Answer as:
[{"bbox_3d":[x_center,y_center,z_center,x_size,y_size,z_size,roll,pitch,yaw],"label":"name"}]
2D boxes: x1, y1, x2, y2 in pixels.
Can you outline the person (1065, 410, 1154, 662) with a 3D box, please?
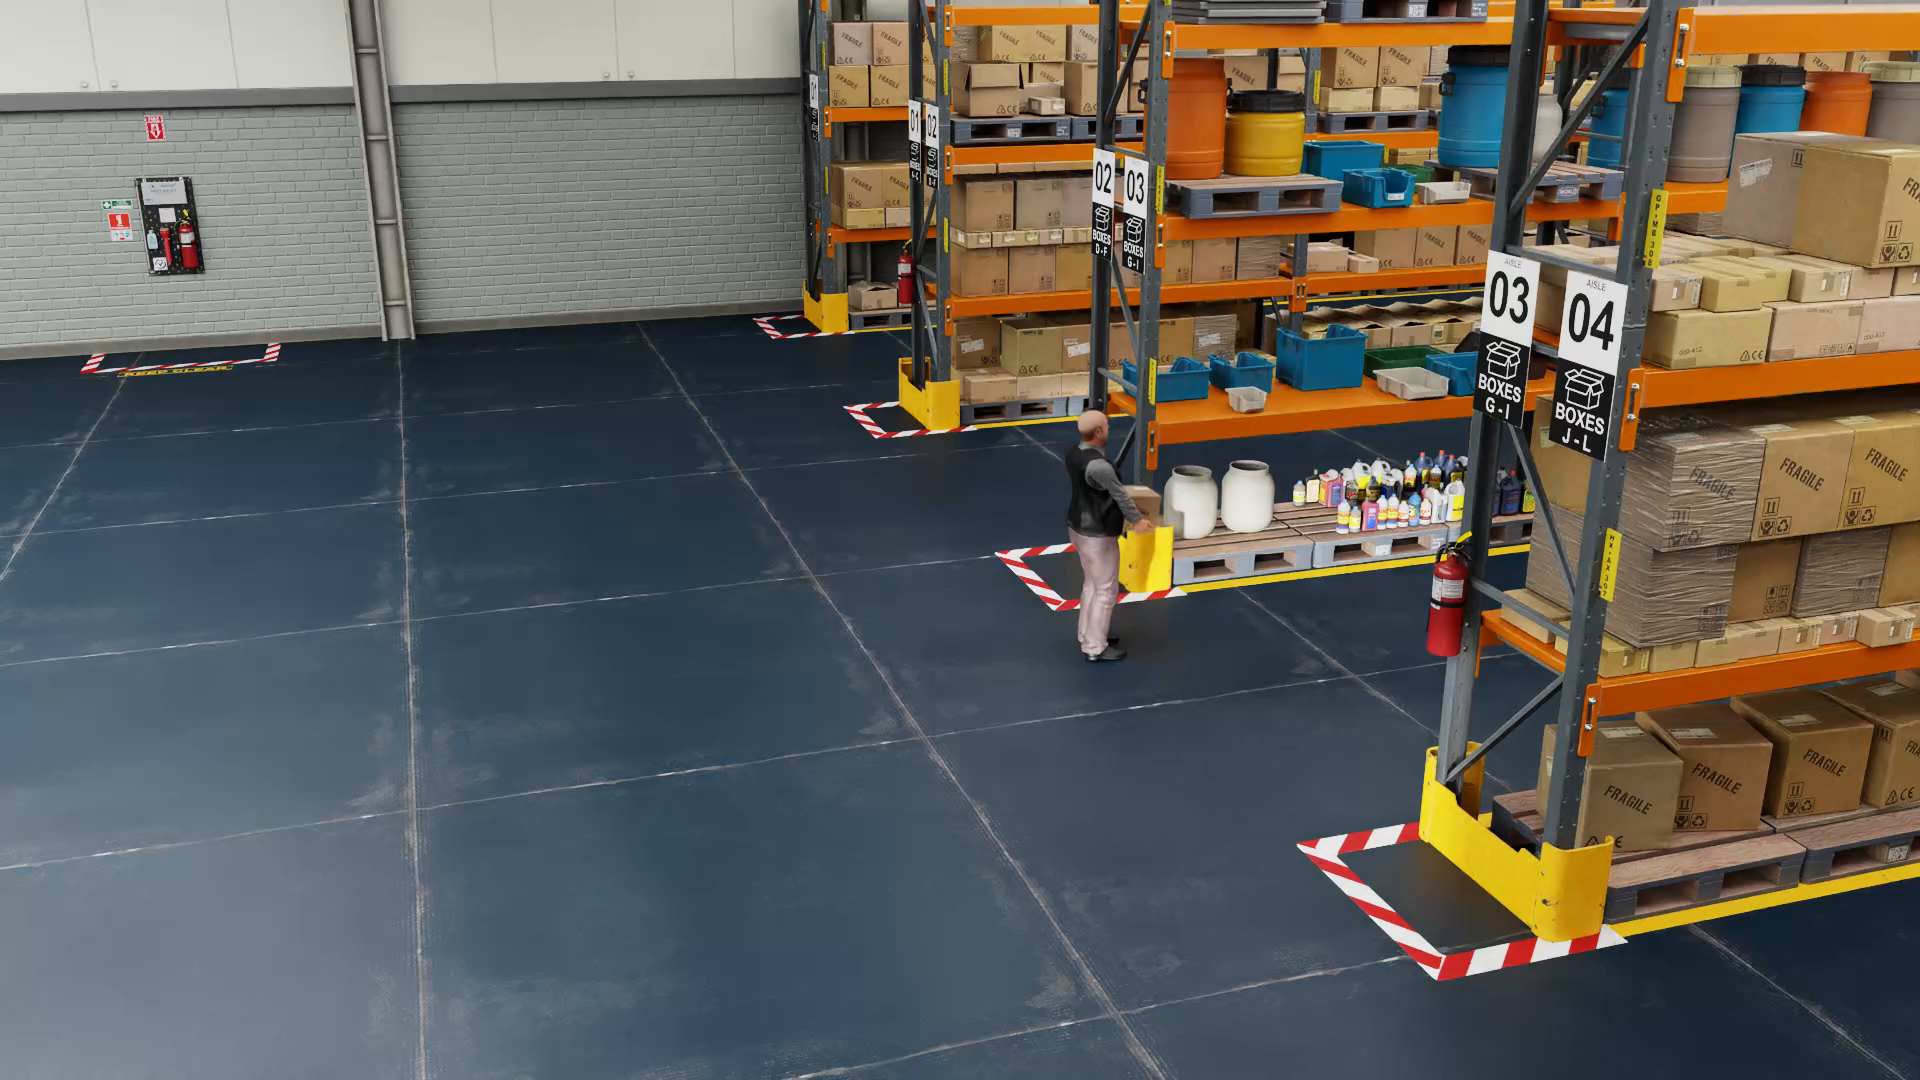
[{"bbox_3d":[1.000,-0.014,11.278,0.546,1.636,0.495,-6,20,-17],"label":"person"}]
